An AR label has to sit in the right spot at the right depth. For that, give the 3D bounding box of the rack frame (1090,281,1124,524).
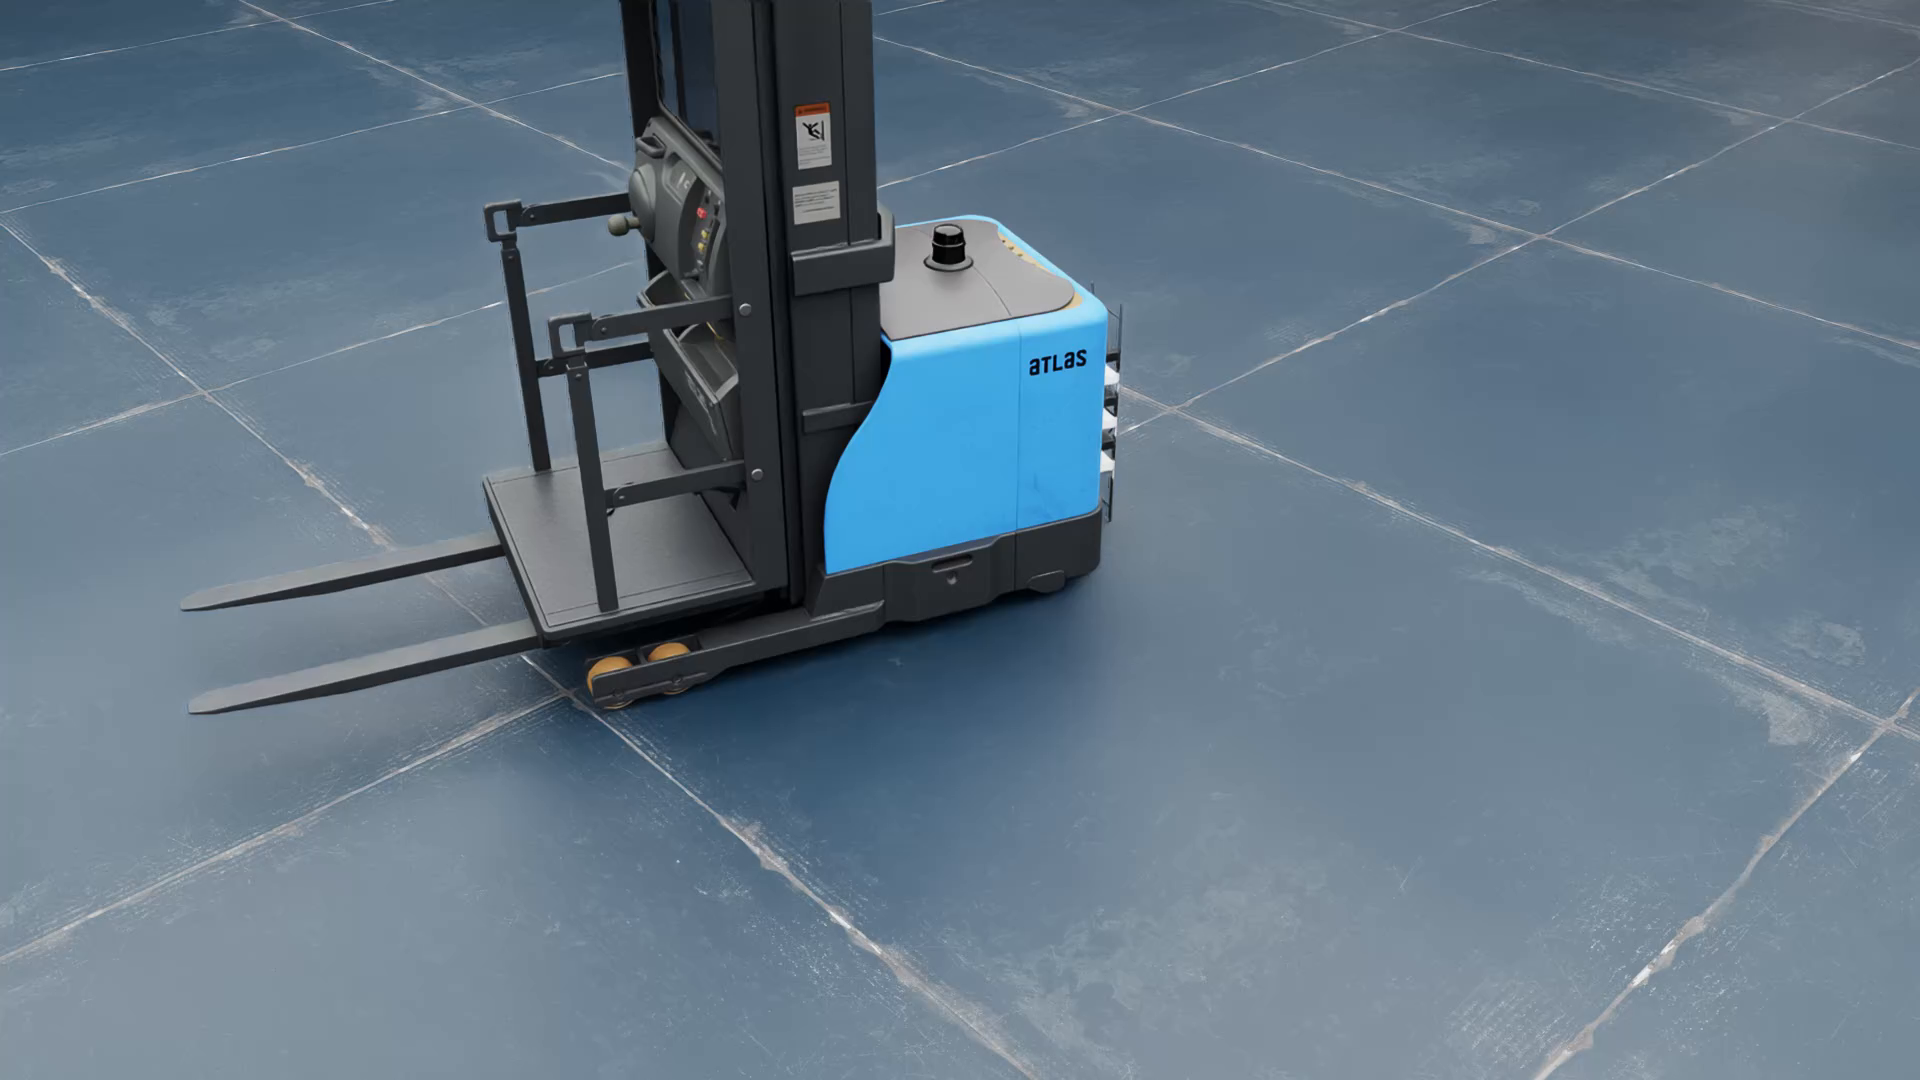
[{"bbox_3d":[0.529,-0.505,6.213,0.006,0.900,0.240,-13,34,-20],"label":"rack frame"}]

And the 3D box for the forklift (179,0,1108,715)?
[{"bbox_3d":[-1.059,-1.020,5.108,3.031,2.935,1.130,-13,34,-20],"label":"forklift"}]

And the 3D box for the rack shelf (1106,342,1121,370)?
[{"bbox_3d":[0.436,-0.685,6.054,0.200,0.077,0.258,-13,34,-20],"label":"rack shelf"}]

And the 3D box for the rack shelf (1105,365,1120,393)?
[{"bbox_3d":[0.436,-0.608,6.101,0.200,0.077,0.258,-13,34,-20],"label":"rack shelf"}]

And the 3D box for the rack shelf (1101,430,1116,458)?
[{"bbox_3d":[0.436,-0.378,6.242,0.200,0.077,0.258,-13,34,-20],"label":"rack shelf"}]

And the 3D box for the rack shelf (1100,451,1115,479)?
[{"bbox_3d":[0.436,-0.301,6.289,0.200,0.077,0.258,-13,34,-20],"label":"rack shelf"}]

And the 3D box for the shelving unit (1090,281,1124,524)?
[{"bbox_3d":[0.436,-0.483,6.178,0.210,0.900,0.258,-13,34,-20],"label":"shelving unit"}]

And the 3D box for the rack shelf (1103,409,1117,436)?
[{"bbox_3d":[0.436,-0.455,6.195,0.200,0.077,0.258,-13,34,-20],"label":"rack shelf"}]

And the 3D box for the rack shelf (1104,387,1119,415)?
[{"bbox_3d":[0.436,-0.532,6.148,0.200,0.077,0.258,-13,34,-20],"label":"rack shelf"}]
